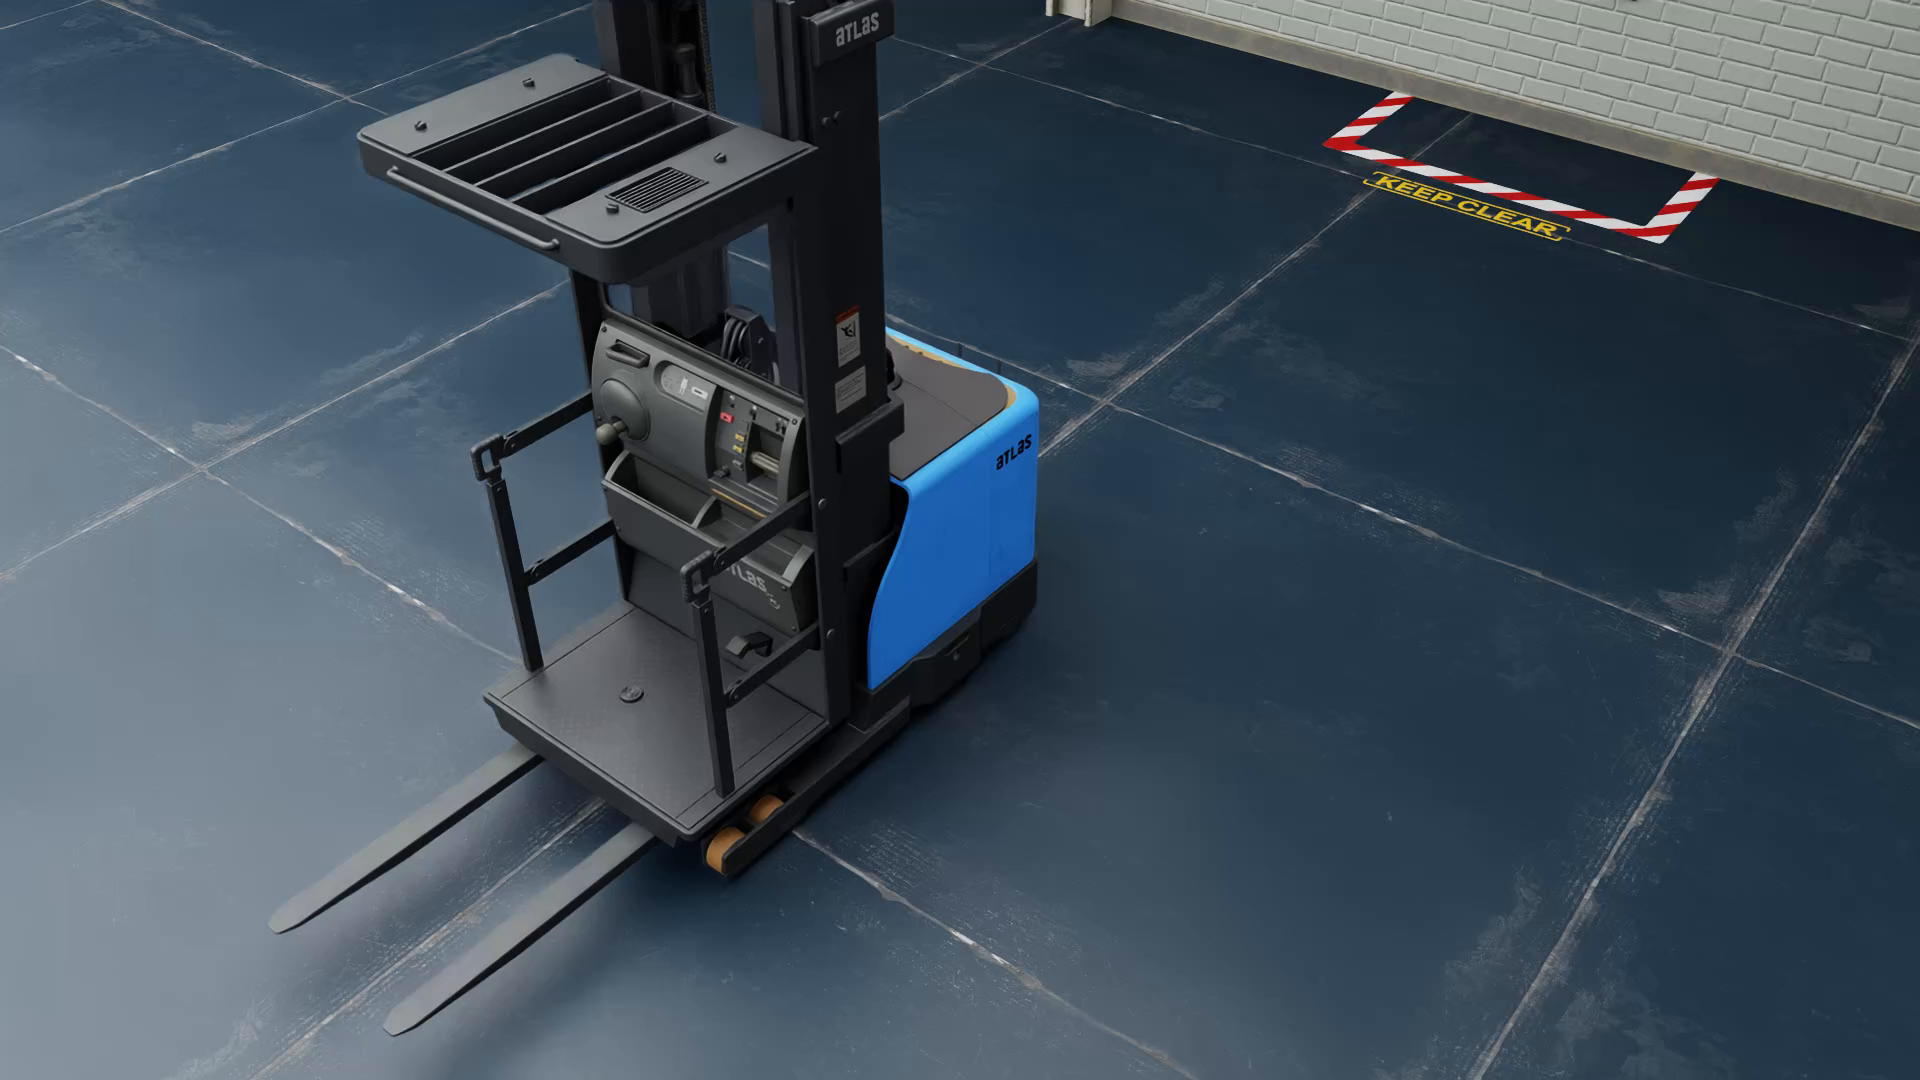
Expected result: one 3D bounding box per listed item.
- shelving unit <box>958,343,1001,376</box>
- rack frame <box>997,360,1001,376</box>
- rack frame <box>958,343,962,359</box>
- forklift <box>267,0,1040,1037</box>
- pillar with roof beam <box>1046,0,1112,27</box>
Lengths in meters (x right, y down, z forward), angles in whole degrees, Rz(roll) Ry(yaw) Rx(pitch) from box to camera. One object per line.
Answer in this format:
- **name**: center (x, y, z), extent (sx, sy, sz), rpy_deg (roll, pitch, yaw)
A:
- **shelving unit**: center (0.011, -0.355, 6.974), extent (0.210, 0.900, 0.258), rpy_deg (27, 45, 30)
- **rack frame**: center (0.090, -0.316, 6.923), extent (0.006, 0.900, 0.240), rpy_deg (27, 45, 30)
- **rack frame**: center (-0.068, -0.395, 7.024), extent (0.006, 0.900, 0.240), rpy_deg (27, 45, 30)
- **forklift**: center (-1.004, -0.343, 5.310), extent (1.130, 2.935, 3.031), rpy_deg (27, 45, 30)
- **pillar with roof beam**: center (-1.742, -5.278, 6.691), extent (0.400, 9.000, 9.100), rpy_deg (25, 45, 29)
